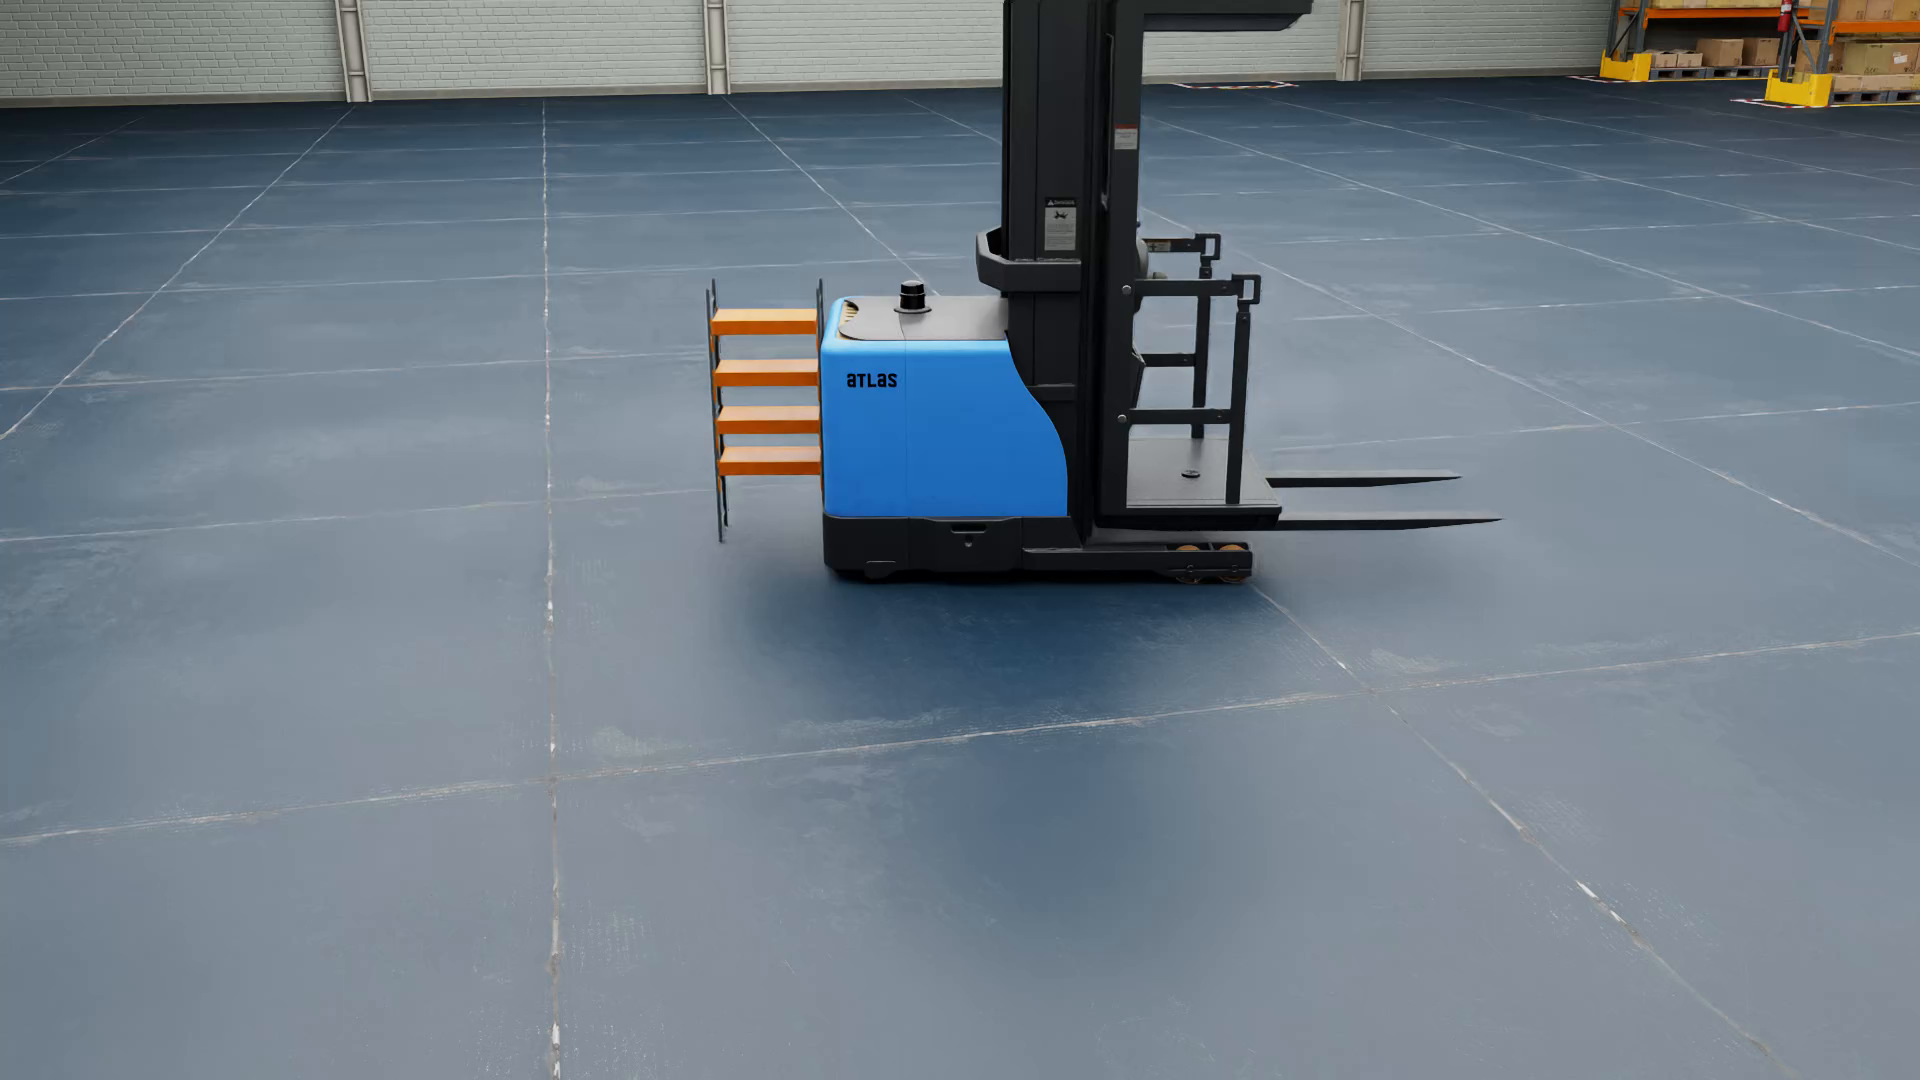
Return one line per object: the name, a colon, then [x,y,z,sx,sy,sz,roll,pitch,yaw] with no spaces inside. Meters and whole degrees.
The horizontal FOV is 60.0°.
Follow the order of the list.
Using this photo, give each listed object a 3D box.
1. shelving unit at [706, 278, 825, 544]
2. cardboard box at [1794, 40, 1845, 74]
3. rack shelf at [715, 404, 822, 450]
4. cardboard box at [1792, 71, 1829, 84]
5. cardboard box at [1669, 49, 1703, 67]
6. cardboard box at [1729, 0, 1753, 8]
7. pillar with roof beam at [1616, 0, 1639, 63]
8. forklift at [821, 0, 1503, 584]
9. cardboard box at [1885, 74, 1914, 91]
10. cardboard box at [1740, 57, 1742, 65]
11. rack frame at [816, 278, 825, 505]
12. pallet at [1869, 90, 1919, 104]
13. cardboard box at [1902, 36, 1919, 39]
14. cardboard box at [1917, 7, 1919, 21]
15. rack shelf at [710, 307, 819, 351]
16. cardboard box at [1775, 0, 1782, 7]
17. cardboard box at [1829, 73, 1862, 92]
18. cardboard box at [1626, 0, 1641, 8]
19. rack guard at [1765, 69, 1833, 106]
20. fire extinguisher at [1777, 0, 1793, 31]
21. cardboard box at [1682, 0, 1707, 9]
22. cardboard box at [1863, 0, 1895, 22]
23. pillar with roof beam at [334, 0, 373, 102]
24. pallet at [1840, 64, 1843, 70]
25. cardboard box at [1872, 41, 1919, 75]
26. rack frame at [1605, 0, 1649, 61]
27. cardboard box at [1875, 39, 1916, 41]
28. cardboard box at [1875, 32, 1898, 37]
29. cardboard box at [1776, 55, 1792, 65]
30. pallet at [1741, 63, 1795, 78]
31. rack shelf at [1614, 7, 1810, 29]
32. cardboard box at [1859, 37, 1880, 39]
shelving unit: [-0.876,-0.590,7.680,0.503,1.200,0.258,0,20,-1]
cardboard box: [14.385,-8.088,27.831,0.500,0.500,0.500,-5,21,-12]
rack shelf: [-0.876,-0.526,7.703,0.480,0.148,0.258,0,20,-1]
cardboard box: [14.385,-7.736,27.958,0.500,0.250,0.500,-5,21,-12]
cardboard box: [14.037,-9.360,32.275,0.500,0.311,0.500,-3,20,-8]
cardboard box: [14.827,-10.341,31.872,0.500,0.250,0.500,-4,21,-12]
pillar with roof beam: [14.261,-12.067,27.673,0.400,9.000,9.100,-5,21,-12]
forklift: [0.906,-1.367,7.285,3.031,2.935,1.130,0,20,-1]
cardboard box: [15.477,-7.642,27.704,0.500,0.250,0.500,-5,21,-12]
cardboard box: [15.119,-9.411,32.649,0.250,0.149,0.380,-6,21,-17]
rack frame: [-0.632,-0.591,7.684,0.015,1.200,0.240,0,20,-1]
pallet: [15.851,-7.549,28.115,1.213,0.211,1.003,-5,21,-12]
cardboard box: [18.879,-9.887,33.439,0.500,0.500,0.700,-5,21,-13]
cardboard box: [15.895,-8.891,27.581,0.500,0.500,0.700,-4,21,-11]
rack shelf: [-0.876,-0.959,7.544,0.480,0.148,0.258,0,20,-1]
cardboard box: [15.803,-10.426,32.105,0.500,0.250,0.500,-5,21,-12]
cardboard box: [14.504,-7.562,27.485,0.500,0.250,0.500,-5,21,-12]
cardboard box: [13.198,-10.387,31.998,0.500,0.250,0.500,-4,21,-12]
rack guard: [13.908,-7.513,27.596,0.348,0.500,1.175,-5,21,-12]
fire extinguisher: [13.709,-8.798,27.584,0.183,0.674,0.296,-5,21,-12]
cardboard box: [13.838,-10.263,31.660,0.500,0.250,0.500,-5,21,-14]
cardboard box: [14.899,-8.811,27.361,0.500,0.500,0.700,-4,21,-11]
pillar with roof beam: [-9.095,-10.167,22.488,0.400,9.000,9.100,-5,21,-12]
pallet: [17.438,-9.415,33.211,1.213,0.211,1.003,-5,21,-12]
cardboard box: [15.474,-7.998,27.585,0.500,0.500,0.500,-5,21,-12]
rack frame: [12.788,-10.346,31.697,0.127,3.000,1.000,-5,21,-12]
cardboard box: [15.841,-8.212,28.167,0.500,0.500,0.500,-5,21,-12]
cardboard box: [18.326,-10.190,33.175,0.500,0.250,0.500,-5,21,-14]
cardboard box: [16.167,-9.486,32.830,0.250,0.166,0.380,-7,21,-20]
pallet: [16.035,-9.288,32.864,1.213,0.211,1.003,-5,21,-12]
rack shelf: [14.734,-10.167,32.253,4.000,0.370,1.077,-5,21,-12]
cardboard box: [17.884,-9.817,33.248,0.500,0.500,0.700,-5,21,-14]
